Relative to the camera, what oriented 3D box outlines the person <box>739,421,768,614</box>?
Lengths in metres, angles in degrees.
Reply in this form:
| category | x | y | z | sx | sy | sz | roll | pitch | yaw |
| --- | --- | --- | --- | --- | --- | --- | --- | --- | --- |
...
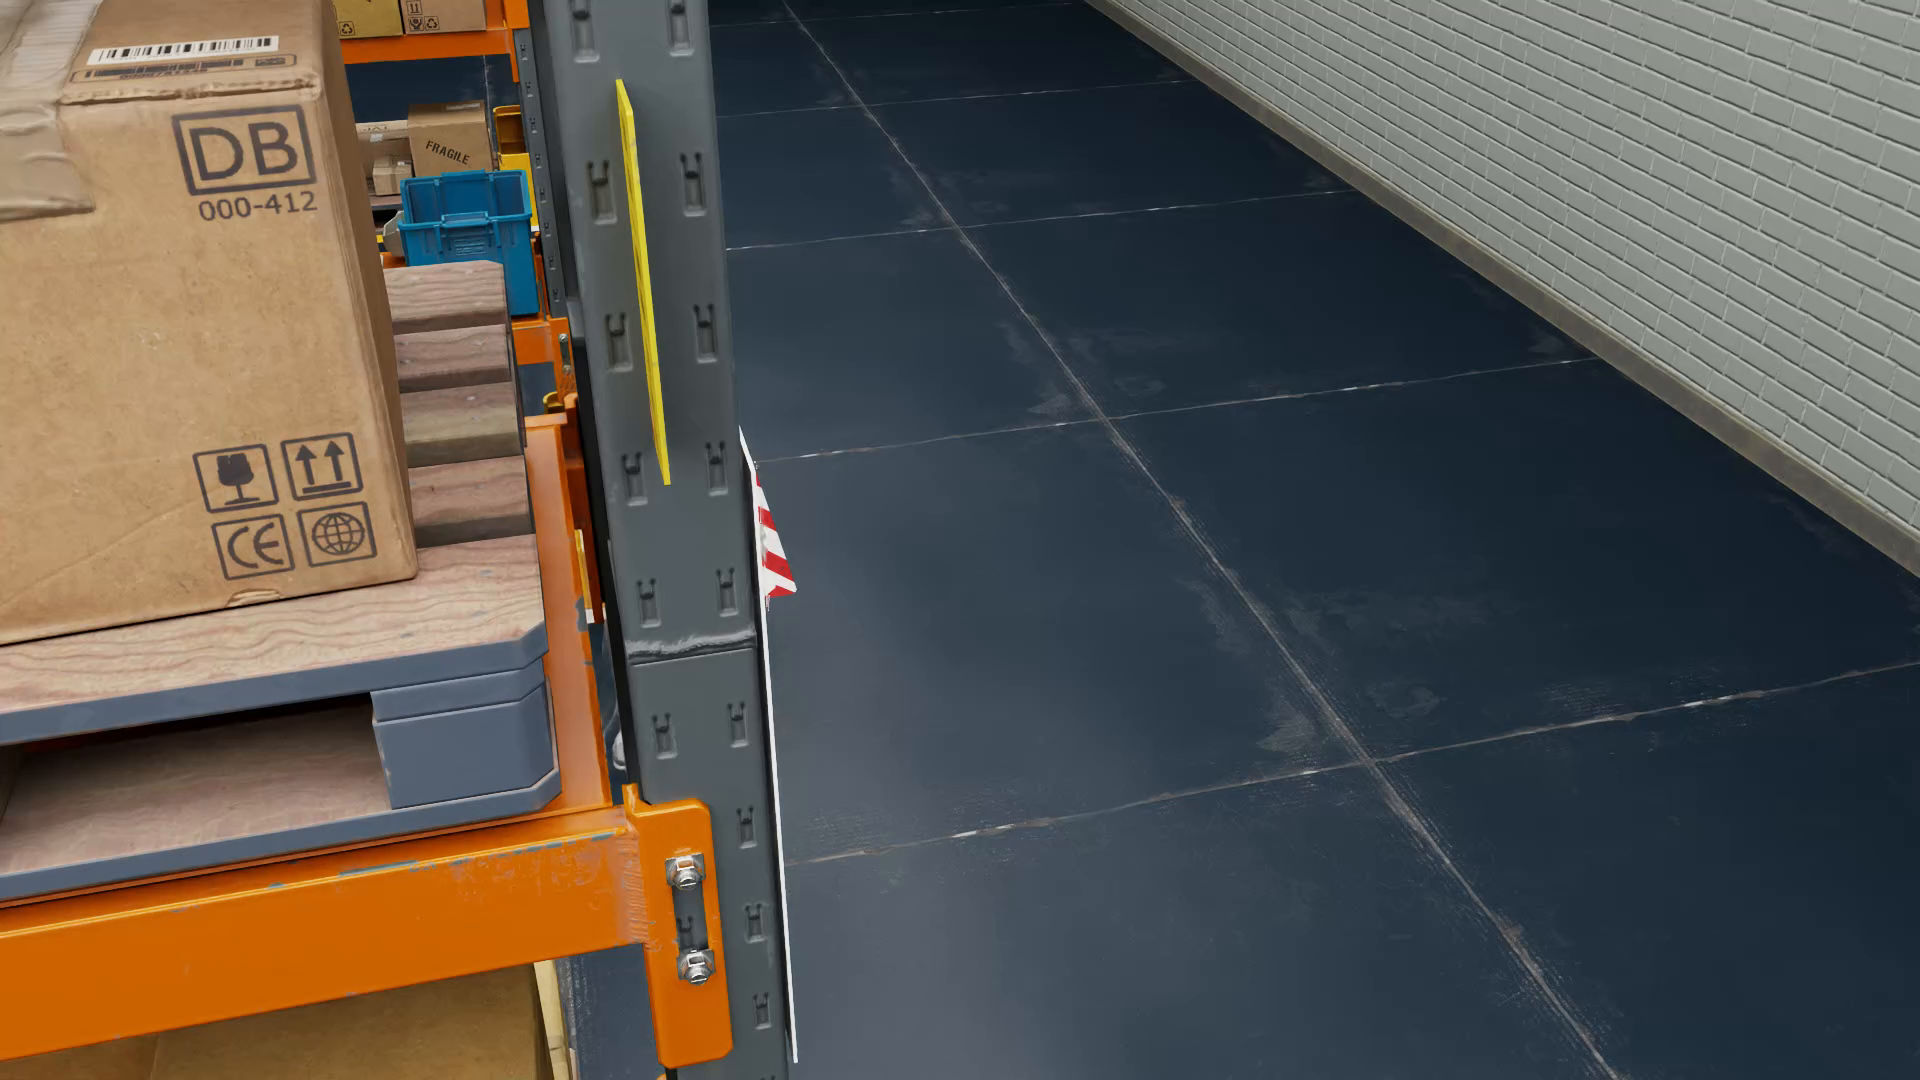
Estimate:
| category | x | y | z | sx | sy | sz | roll | pitch | yaw |
| --- | --- | --- | --- | --- | --- | --- | --- | --- | --- |
| person | -0.882 | 0.219 | 5.808 | 0.657 | 1.612 | 0.457 | 26 | 40 | 37 |
